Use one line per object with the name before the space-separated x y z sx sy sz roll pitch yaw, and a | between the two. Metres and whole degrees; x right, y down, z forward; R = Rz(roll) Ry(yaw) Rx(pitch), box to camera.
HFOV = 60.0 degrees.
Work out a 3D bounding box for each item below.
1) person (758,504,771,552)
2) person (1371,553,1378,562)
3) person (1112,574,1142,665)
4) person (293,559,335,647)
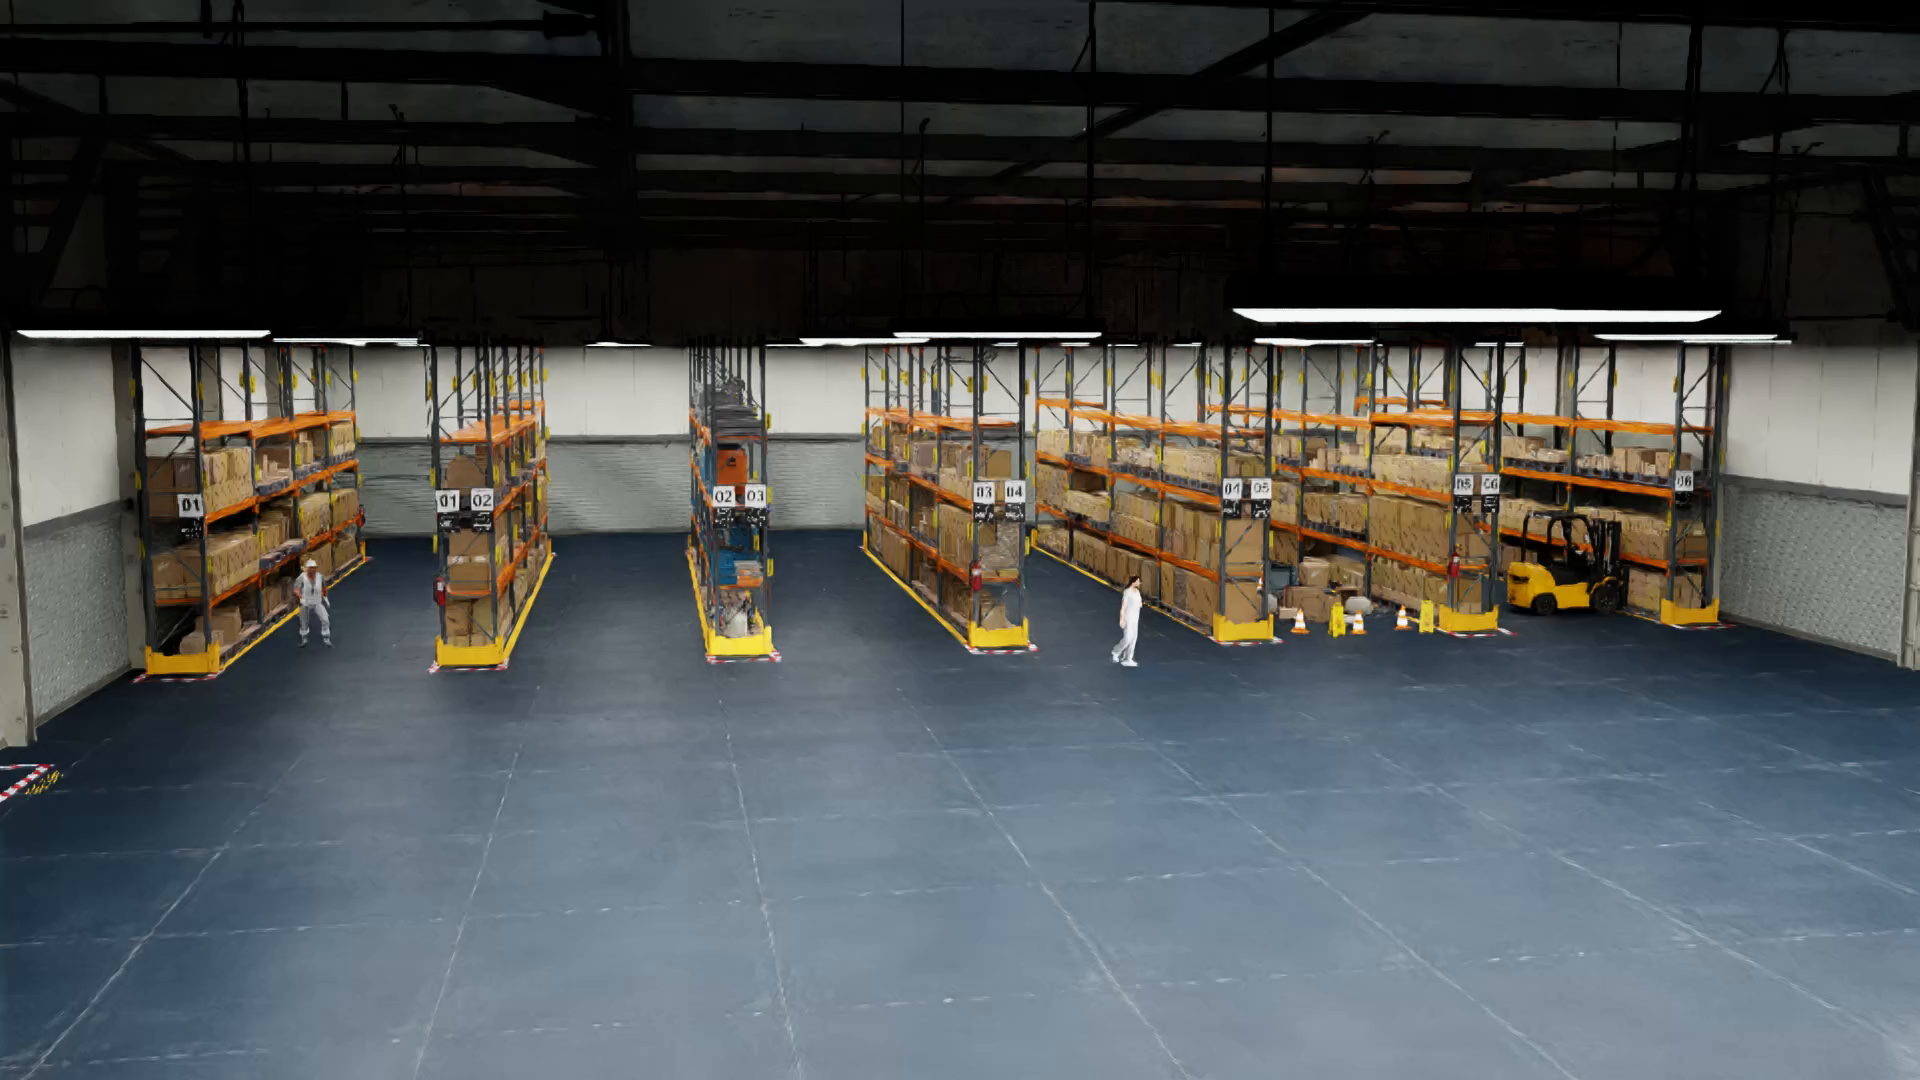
person | -5.532 -0.521 47.207 0.437 1.667 0.553 -5 8 -38
person | 11.144 -0.236 44.435 0.591 1.718 0.651 2 7 14
person | 3.033 1.441 30.254 0.517 1.664 0.507 6 9 42
person | -12.411 1.215 31.851 0.673 1.730 0.769 -4 8 -31
